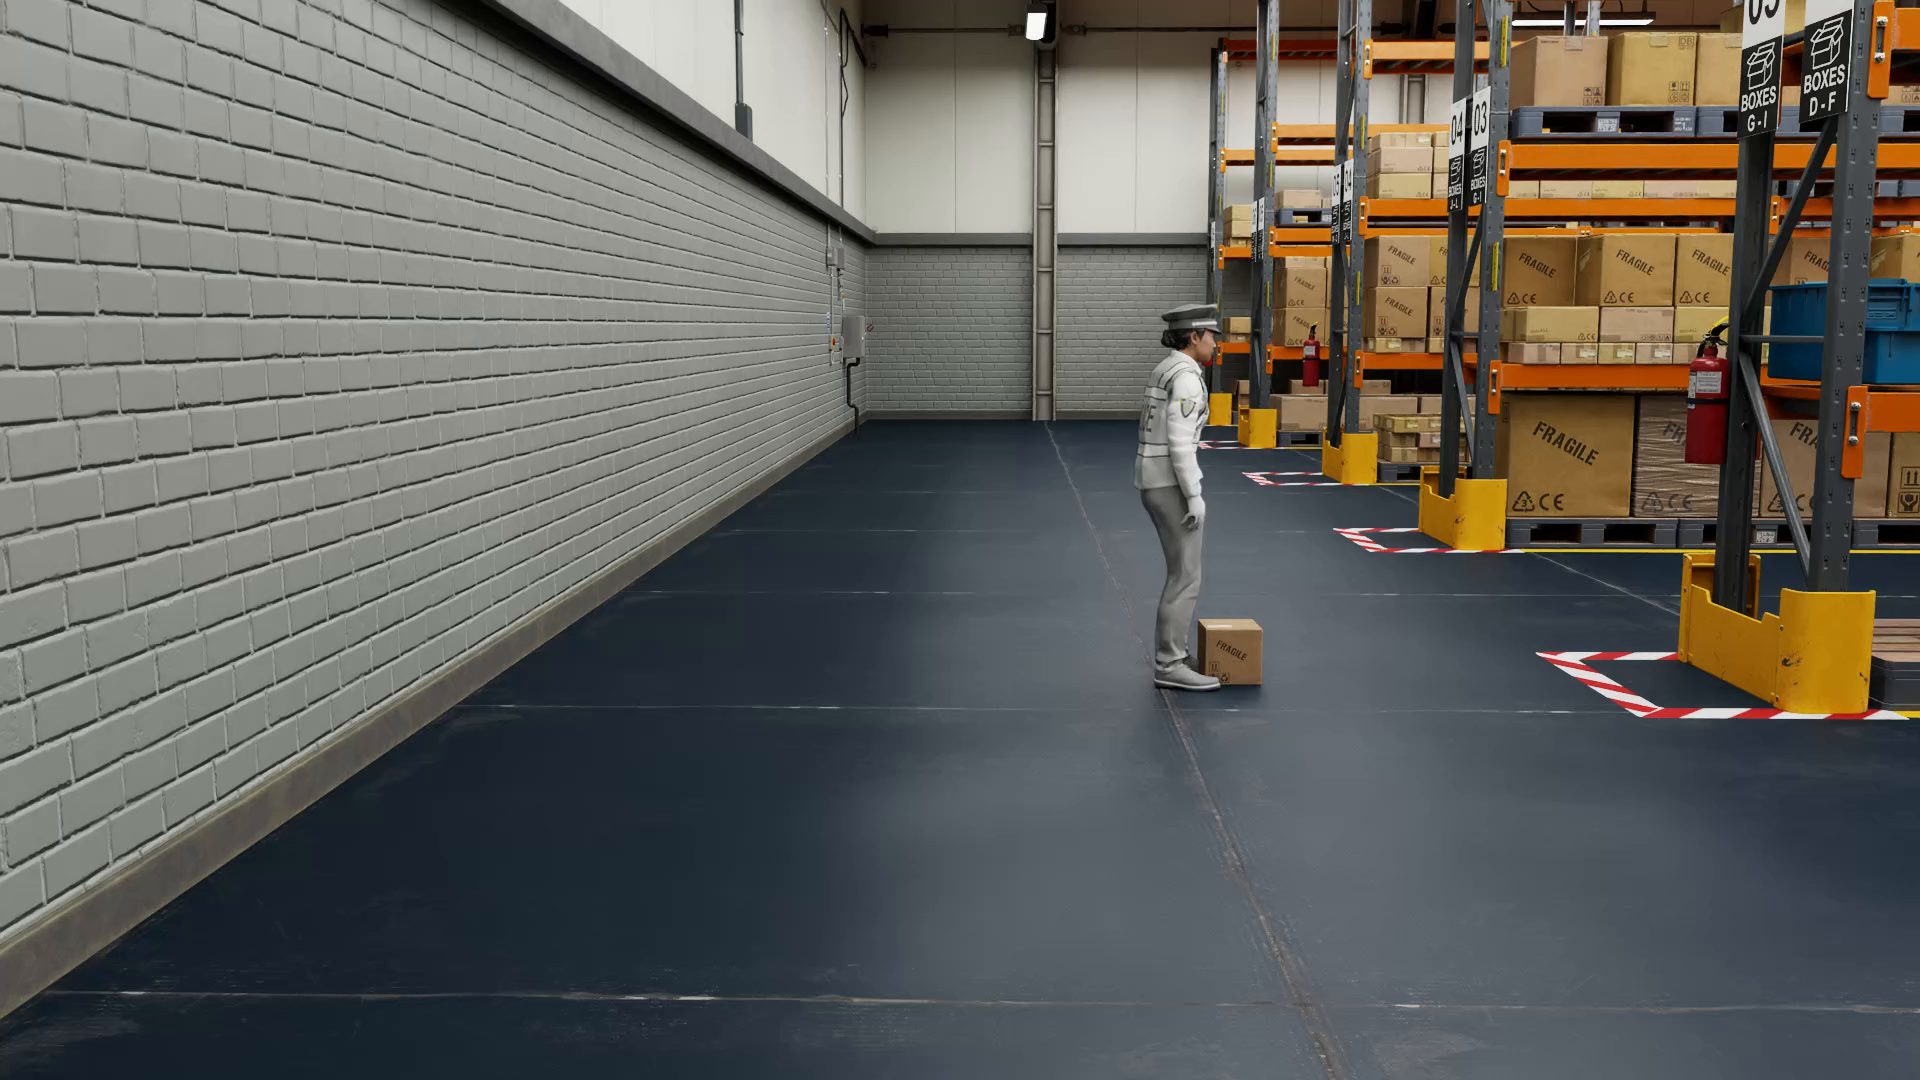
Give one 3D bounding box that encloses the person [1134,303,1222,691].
[{"bbox_3d":[0.981,-0.204,7.336,0.410,1.666,0.547,0,7,-2],"label":"person"}]
